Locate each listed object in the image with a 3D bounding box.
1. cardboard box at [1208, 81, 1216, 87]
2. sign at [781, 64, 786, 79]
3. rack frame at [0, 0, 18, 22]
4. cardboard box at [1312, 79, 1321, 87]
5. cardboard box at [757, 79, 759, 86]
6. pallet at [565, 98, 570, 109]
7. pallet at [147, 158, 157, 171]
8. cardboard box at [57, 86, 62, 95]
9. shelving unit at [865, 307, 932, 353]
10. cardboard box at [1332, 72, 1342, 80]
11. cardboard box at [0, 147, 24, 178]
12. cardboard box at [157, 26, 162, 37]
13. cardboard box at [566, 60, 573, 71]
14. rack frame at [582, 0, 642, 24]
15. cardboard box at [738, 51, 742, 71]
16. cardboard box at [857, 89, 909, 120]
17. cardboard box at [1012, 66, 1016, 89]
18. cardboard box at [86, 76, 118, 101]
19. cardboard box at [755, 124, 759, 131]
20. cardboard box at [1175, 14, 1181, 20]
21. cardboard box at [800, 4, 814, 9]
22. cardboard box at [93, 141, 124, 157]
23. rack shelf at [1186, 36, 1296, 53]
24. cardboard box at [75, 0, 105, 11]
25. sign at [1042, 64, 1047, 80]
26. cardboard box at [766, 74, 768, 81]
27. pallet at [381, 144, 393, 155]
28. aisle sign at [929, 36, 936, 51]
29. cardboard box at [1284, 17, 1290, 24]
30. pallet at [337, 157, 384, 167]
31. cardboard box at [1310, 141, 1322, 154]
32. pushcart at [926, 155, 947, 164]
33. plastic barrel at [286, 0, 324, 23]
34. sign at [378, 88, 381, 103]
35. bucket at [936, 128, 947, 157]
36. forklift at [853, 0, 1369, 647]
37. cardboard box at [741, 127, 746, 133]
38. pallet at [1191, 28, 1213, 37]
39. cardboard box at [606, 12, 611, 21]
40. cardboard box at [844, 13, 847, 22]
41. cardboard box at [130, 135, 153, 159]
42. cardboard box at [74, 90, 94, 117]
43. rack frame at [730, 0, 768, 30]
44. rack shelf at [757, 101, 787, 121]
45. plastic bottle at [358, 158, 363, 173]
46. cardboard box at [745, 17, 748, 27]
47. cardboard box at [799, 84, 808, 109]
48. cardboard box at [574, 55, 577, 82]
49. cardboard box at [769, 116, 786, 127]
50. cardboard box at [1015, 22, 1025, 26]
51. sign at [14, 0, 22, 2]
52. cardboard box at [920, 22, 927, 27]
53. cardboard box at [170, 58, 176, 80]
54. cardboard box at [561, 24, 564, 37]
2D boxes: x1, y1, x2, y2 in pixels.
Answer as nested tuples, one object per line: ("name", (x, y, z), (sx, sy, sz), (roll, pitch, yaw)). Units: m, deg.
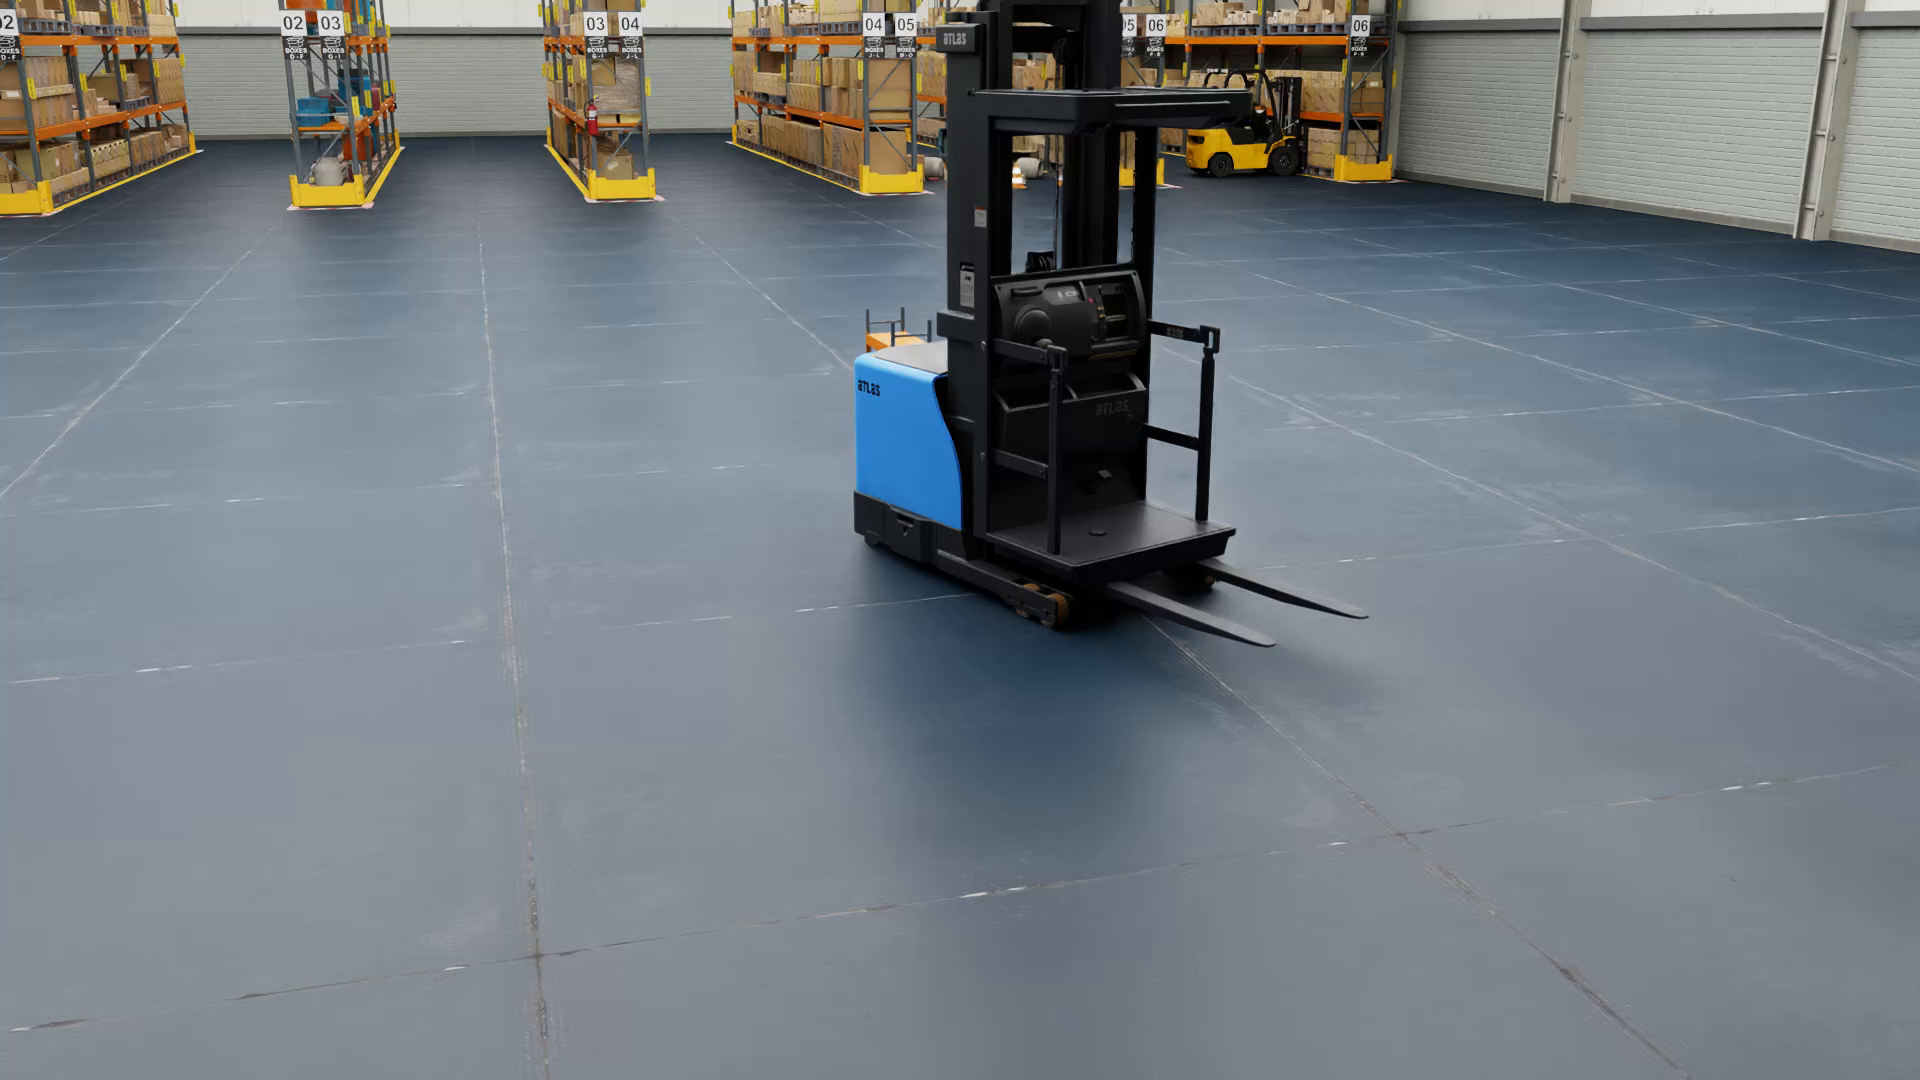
("cardboard box", (6.159, -10.752, 39.425), (0.500, 0.250, 0.500), (-5, 17, -17))
("sign", (-4.014, -10.670, 37.884), (0.100, 0.325, 0.005), (-5, 17, -15))
("rack frame", (-15.619, -9.713, 26.145), (1.000, 3.000, 0.127), (-5, 17, -15))
("cardboard box", (7.555, -9.516, 34.615), (0.380, 0.149, 0.250), (-5, 18, -17))
("cardboard box", (-4.783, -11.240, 40.848), (0.380, 0.149, 0.250), (-4, 17, -14))
("pallet", (-7.993, -9.554, 36.378), (1.213, 0.211, 1.003), (-5, 17, -15))
("pallet", (-18.318, -8.263, 36.595), (1.003, 0.211, 1.213), (-5, 17, -15))
("cardboard box", (-16.159, -7.965, 29.452), (0.380, 0.149, 0.250), (-5, 17, -16))
("shelving unit", (-0.360, -0.732, 9.803), (0.258, 1.200, 0.503), (-6, 18, -19))
("cardboard box", (7.808, -9.448, 33.873), (0.380, 0.149, 0.250), (-5, 17, -15))
("cardboard box", (-16.341, -6.483, 28.568), (0.500, 0.500, 0.500), (-5, 17, -15))
("cardboard box", (-19.082, -11.955, 39.083), (0.500, 0.250, 0.500), (-5, 17, -15))
("cardboard box", (-8.477, -10.567, 37.497), (0.797, 0.503, 0.637), (-4, 17, -13))
("rack frame", (-6.093, -10.495, 28.749), (1.000, 3.000, 0.127), (-5, 17, -15))
("cardboard box", (-5.559, -12.651, 43.926), (0.500, 0.500, 0.500), (-5, 17, -16))
("cardboard box", (-1.442, -8.157, 31.132), (0.875, 0.550, 0.550), (-5, 17, -15))
("cardboard box", (1.441, -10.577, 38.029), (0.500, 0.500, 0.500), (-4, 17, -14))
("cardboard box", (-18.099, -9.467, 34.850), (0.700, 0.500, 0.500), (-12, 20, -34))
("cardboard box", (-5.050, -10.571, 42.623), (0.380, 0.149, 0.250), (-4, 17, -15))
("cardboard box", (5.537, -12.932, 41.127), (0.380, 0.149, 0.250), (-5, 18, -17))
("cardboard box", (-3.482, -12.326, 38.555), (0.396, 0.266, 0.258), (-5, 17, -15))
("cardboard box", (-17.287, -7.937, 33.735), (0.500, 0.311, 0.500), (-5, 17, -16))
("rack shelf", (6.558, -11.551, 38.727), (1.077, 0.370, 4.000), (-5, 17, -15))
("cardboard box", (-17.931, -11.137, 34.188), (0.500, 0.500, 0.500), (-5, 17, -15))
("sign", (1.804, -10.021, 35.588), (0.100, 0.325, 0.005), (-5, 17, -15))
("cardboard box", (-4.423, -11.022, 39.603), (0.380, 0.149, 0.250), (-4, 17, -13))
("pallet", (-14.731, -9.752, 41.552), (1.003, 0.211, 1.213), (-5, 17, -15))
("aisle sign", (-0.683, -14.121, 46.728), (0.394, 0.787, 0.004), (-5, 17, -15))
("cardboard box", (7.150, -11.110, 35.542), (0.380, 0.149, 0.250), (-4, 17, -14))
("pallet", (-13.310, -8.322, 36.791), (1.003, 0.211, 1.213), (-5, 17, -15))
("cardboard box", (7.645, -8.172, 34.624), (0.500, 0.250, 0.500), (-5, 17, -16))
("pushcart", (0.158, -8.062, 35.635), (1.648, 0.377, 0.936), (-12, 20, -34))
("plastic barrel", (-11.111, -9.198, 28.169), (0.600, 0.830, 0.708), (-5, 17, -15))
("sign", (-12.527, -9.567, 35.803), (0.100, 0.325, 0.005), (-5, 17, -15))
("bucket", (-0.141, -8.397, 35.241), (0.726, 0.611, 0.620), (1, 7, 4))
("forklift", (0.686, -1.139, 8.149), (1.130, 2.935, 3.031), (-12, 21, -35))
("cardboard box", (-5.656, -11.004, 44.581), (0.380, 0.149, 0.250), (-4, 17, -14))
("pallet", (6.281, -12.177, 39.891), (1.213, 0.211, 1.003), (-4, 17, -13))
("cardboard box", (-6.428, -9.311, 29.589), (0.380, 0.149, 0.250), (-5, 18, -17))
("cardboard box", (-1.993, -9.898, 31.509), (0.380, 0.149, 0.250), (-5, 17, -16))
("cardboard box", (-18.098, -8.642, 36.588), (0.500, 0.500, 0.500), (-5, 18, -17))
("cardboard box", (-17.196, -8.492, 32.335), (0.500, 0.500, 0.500), (-5, 17, -15))
("rack frame", (-5.693, -15.285, 44.695), (1.000, 3.000, 0.127), (-5, 17, -15))
("rack shelf", (-4.044, -10.408, 40.136), (1.077, 0.370, 4.000), (-5, 17, -15))
("plastic bottle", (-11.500, -7.123, 31.792), (0.144, 0.351, 0.185), (-5, 17, -17))
("cardboard box", (-5.245, -13.306, 42.712), (0.500, 0.250, 0.500), (-4, 17, -13))
("cardboard box", (-3.215, -9.683, 36.301), (0.500, 0.500, 0.500), (-5, 17, -16))
("cardboard box", (-7.174, -9.115, 32.153), (0.500, 0.500, 0.500), (-5, 17, -15))
("cardboard box", (-4.360, -10.155, 40.355), (0.500, 0.250, 0.500), (-4, 17, -13))
("cardboard box", (1.684, -11.685, 37.743), (0.797, 0.503, 0.637), (-5, 17, -15))
("sign", (-15.083, -8.775, 26.580), (0.100, 0.325, 0.005), (-5, 17, -15))
("cardboard box", (-0.884, -14.077, 45.421), (0.380, 0.149, 0.250), (-4, 17, -13))
("cardboard box", (-19.342, -11.408, 40.305), (0.500, 0.500, 0.500), (-4, 17, -14))
("cardboard box", (-8.266, -10.907, 35.596), (0.500, 0.250, 0.500), (-4, 17, -14))
